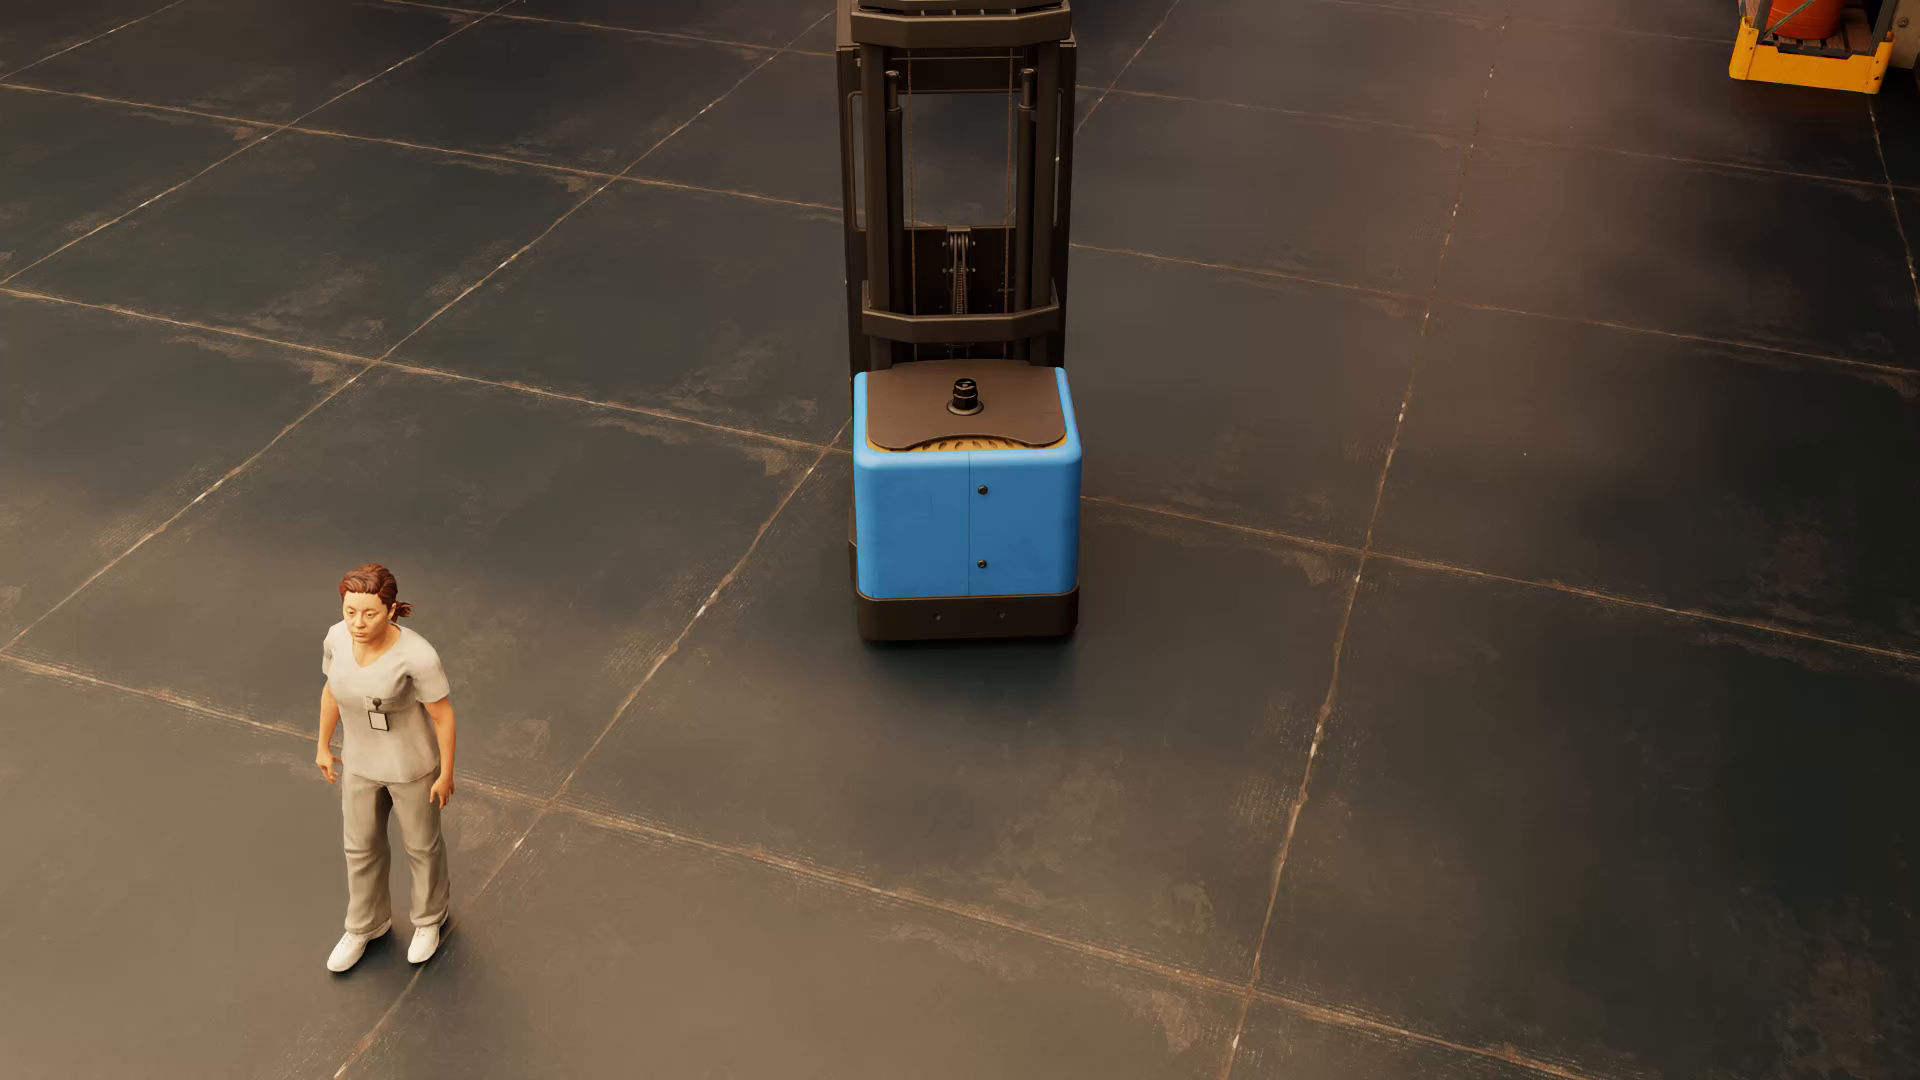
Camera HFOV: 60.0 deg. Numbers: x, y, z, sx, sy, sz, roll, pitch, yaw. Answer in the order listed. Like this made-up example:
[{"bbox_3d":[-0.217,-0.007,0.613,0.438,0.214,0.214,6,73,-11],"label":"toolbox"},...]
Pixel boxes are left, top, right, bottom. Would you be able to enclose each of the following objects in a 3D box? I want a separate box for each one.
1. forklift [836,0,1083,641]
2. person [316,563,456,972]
[{"bbox_3d":[-0.029,-1.547,8.293,1.130,2.935,3.031,-2,35,-2],"label":"forklift"},{"bbox_3d":[-2.084,0.847,5.989,0.551,1.674,0.549,8,36,11],"label":"person"}]
